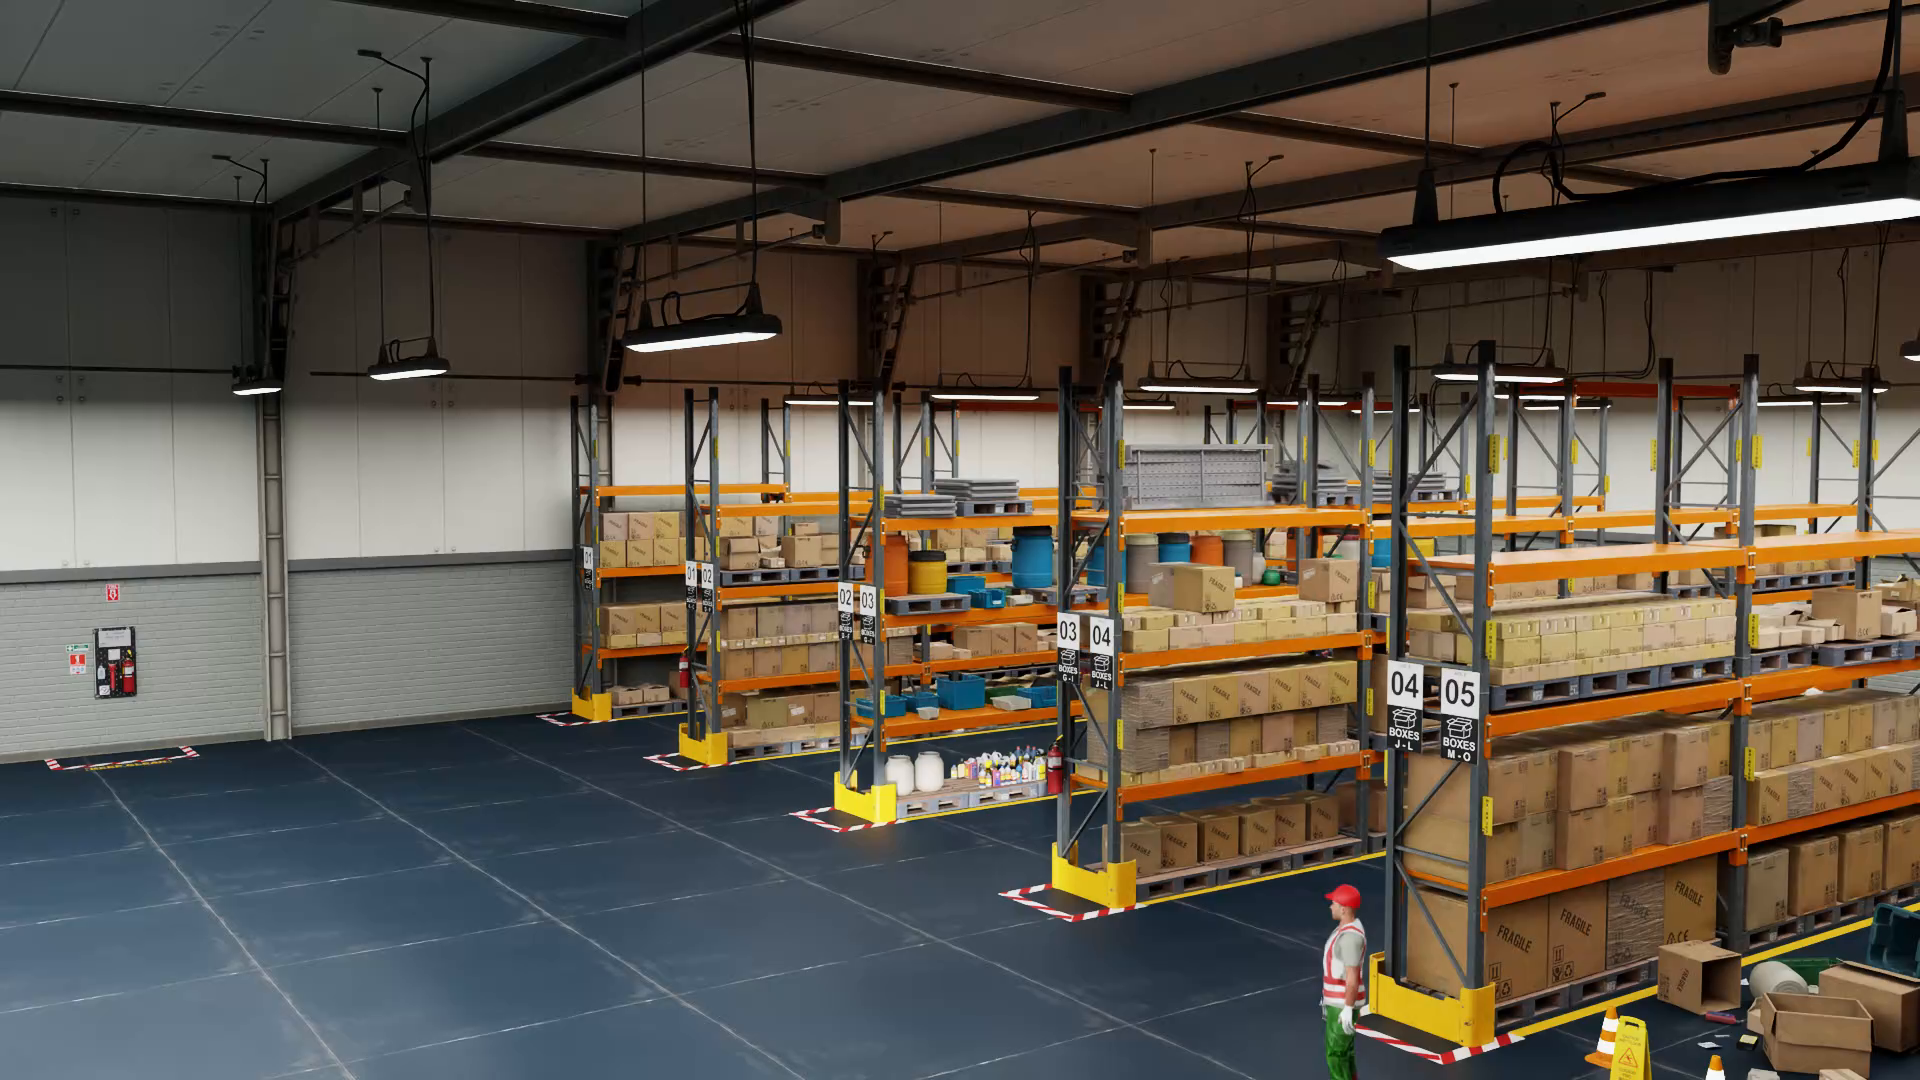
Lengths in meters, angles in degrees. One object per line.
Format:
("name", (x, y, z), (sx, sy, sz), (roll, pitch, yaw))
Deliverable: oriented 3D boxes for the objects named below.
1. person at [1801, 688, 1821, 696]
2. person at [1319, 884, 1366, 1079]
("person", (11.650, 2.901, 22.878), (0.962, 1.744, 0.679), (-2, 4, -30))
("person", (2.863, 3.518, 12.544), (0.380, 1.820, 0.615), (1, 3, 10))
